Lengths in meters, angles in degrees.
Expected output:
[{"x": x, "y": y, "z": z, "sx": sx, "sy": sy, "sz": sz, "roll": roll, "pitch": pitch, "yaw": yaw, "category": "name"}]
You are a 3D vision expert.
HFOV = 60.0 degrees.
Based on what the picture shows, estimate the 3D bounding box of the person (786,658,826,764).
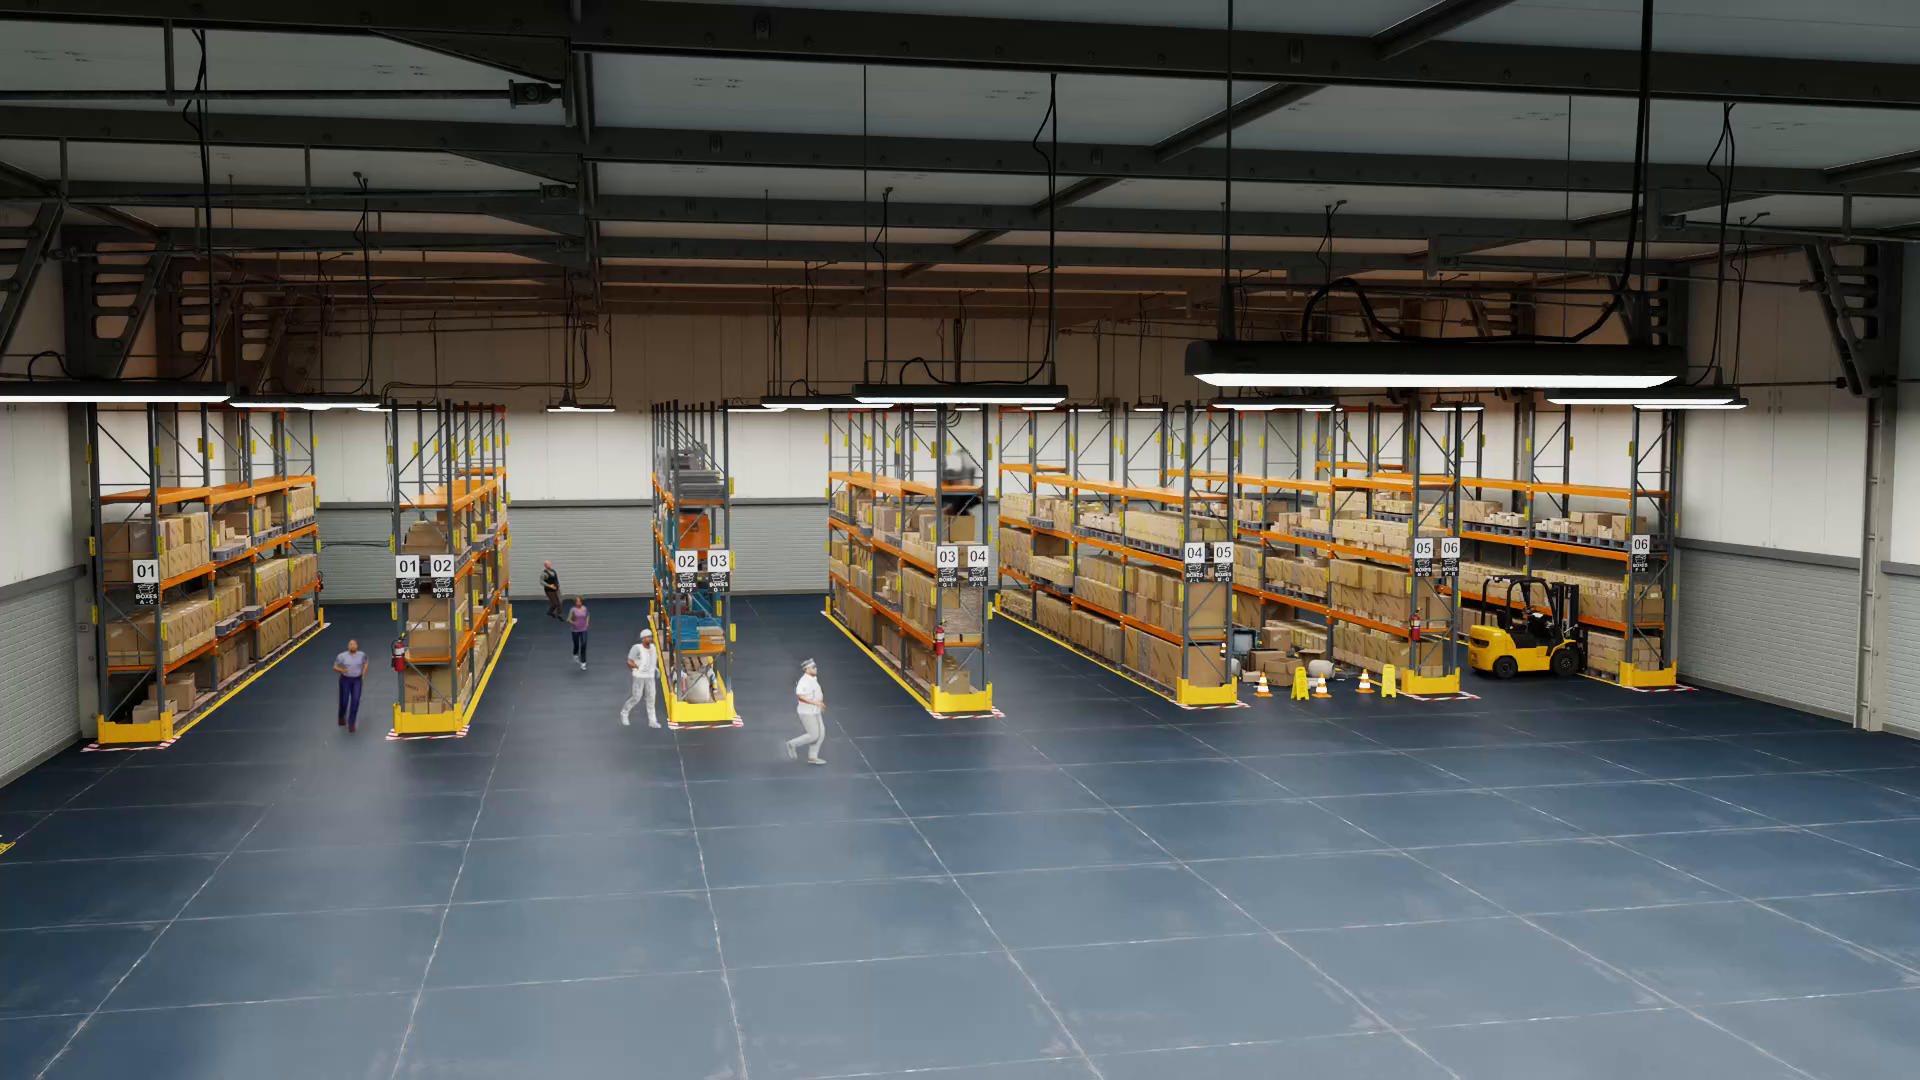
[{"x": -2.494, "y": 2.801, "z": 27.239, "sx": 0.678, "sy": 1.736, "sz": 0.664, "roll": 1, "pitch": 4, "yaw": 10, "category": "person"}]

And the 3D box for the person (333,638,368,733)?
[{"x": -11.086, "y": 2.621, "z": 30.294, "sx": 0.620, "sy": 1.667, "sz": 0.841, "roll": -2, "pitch": 5, "yaw": -26, "category": "person"}]

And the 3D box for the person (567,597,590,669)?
[{"x": -8.634, "y": 2.078, "z": 37.683, "sx": 0.538, "sy": 1.605, "sz": 0.877, "roll": -2, "pitch": 5, "yaw": -22, "category": "person"}]

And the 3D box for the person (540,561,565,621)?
[{"x": -11.362, "y": 1.421, "z": 46.169, "sx": 0.687, "sy": 1.699, "sz": 0.674, "roll": 3, "pitch": 5, "yaw": 37, "category": "person"}]

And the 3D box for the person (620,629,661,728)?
[{"x": -5.751, "y": 2.512, "z": 30.414, "sx": 0.917, "sy": 1.766, "sz": 0.719, "roll": 4, "pitch": 6, "yaw": 41, "category": "person"}]
